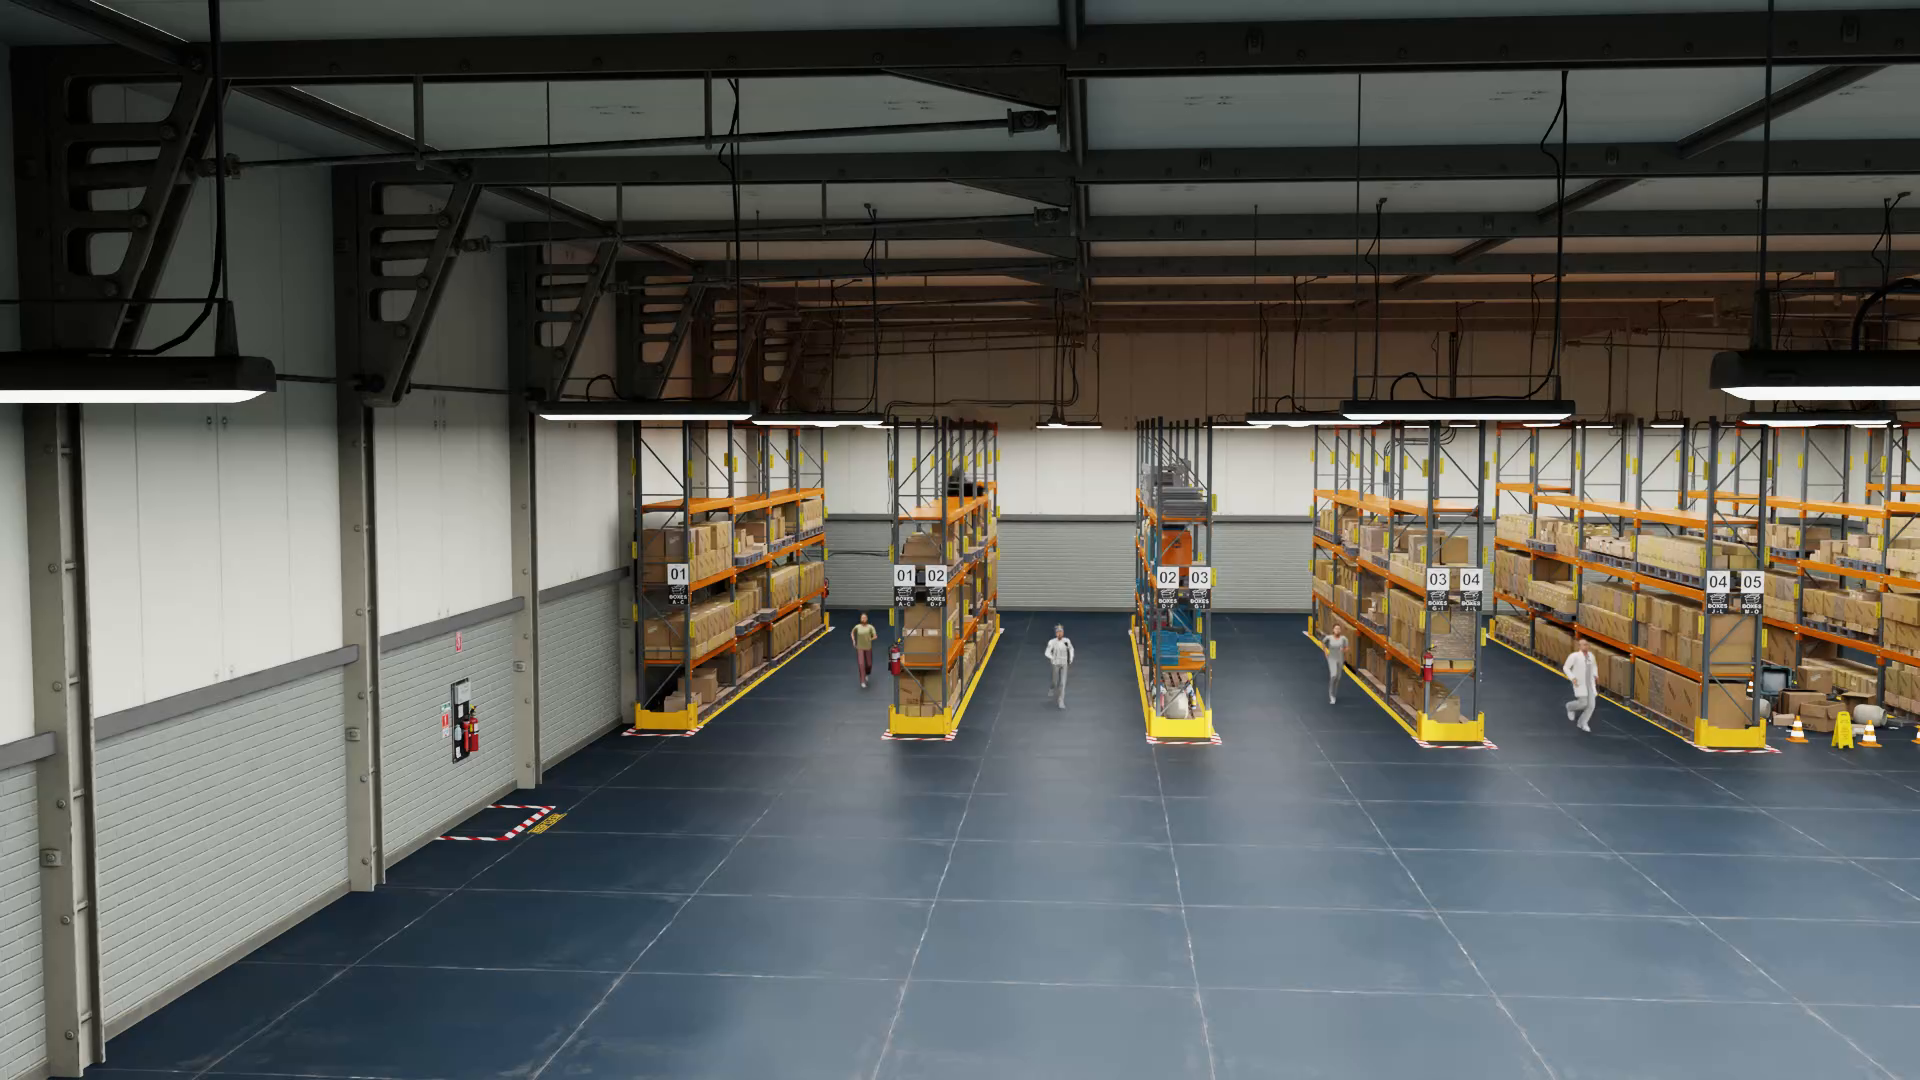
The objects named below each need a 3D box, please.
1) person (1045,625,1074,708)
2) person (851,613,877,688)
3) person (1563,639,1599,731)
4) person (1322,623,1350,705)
[{"bbox_3d":[2.091,2.619,34.801,0.625,1.702,0.804,0,4,-5],"label":"person"},{"bbox_3d":[-2.161,2.455,37.388,0.584,1.641,0.875,0,4,-5],"label":"person"},{"bbox_3d":[11.981,2.781,32.055,0.724,1.752,0.653,-1,4,-14],"label":"person"},{"bbox_3d":[7.953,2.603,35.193,0.544,1.708,0.798,0,4,-2],"label":"person"}]
